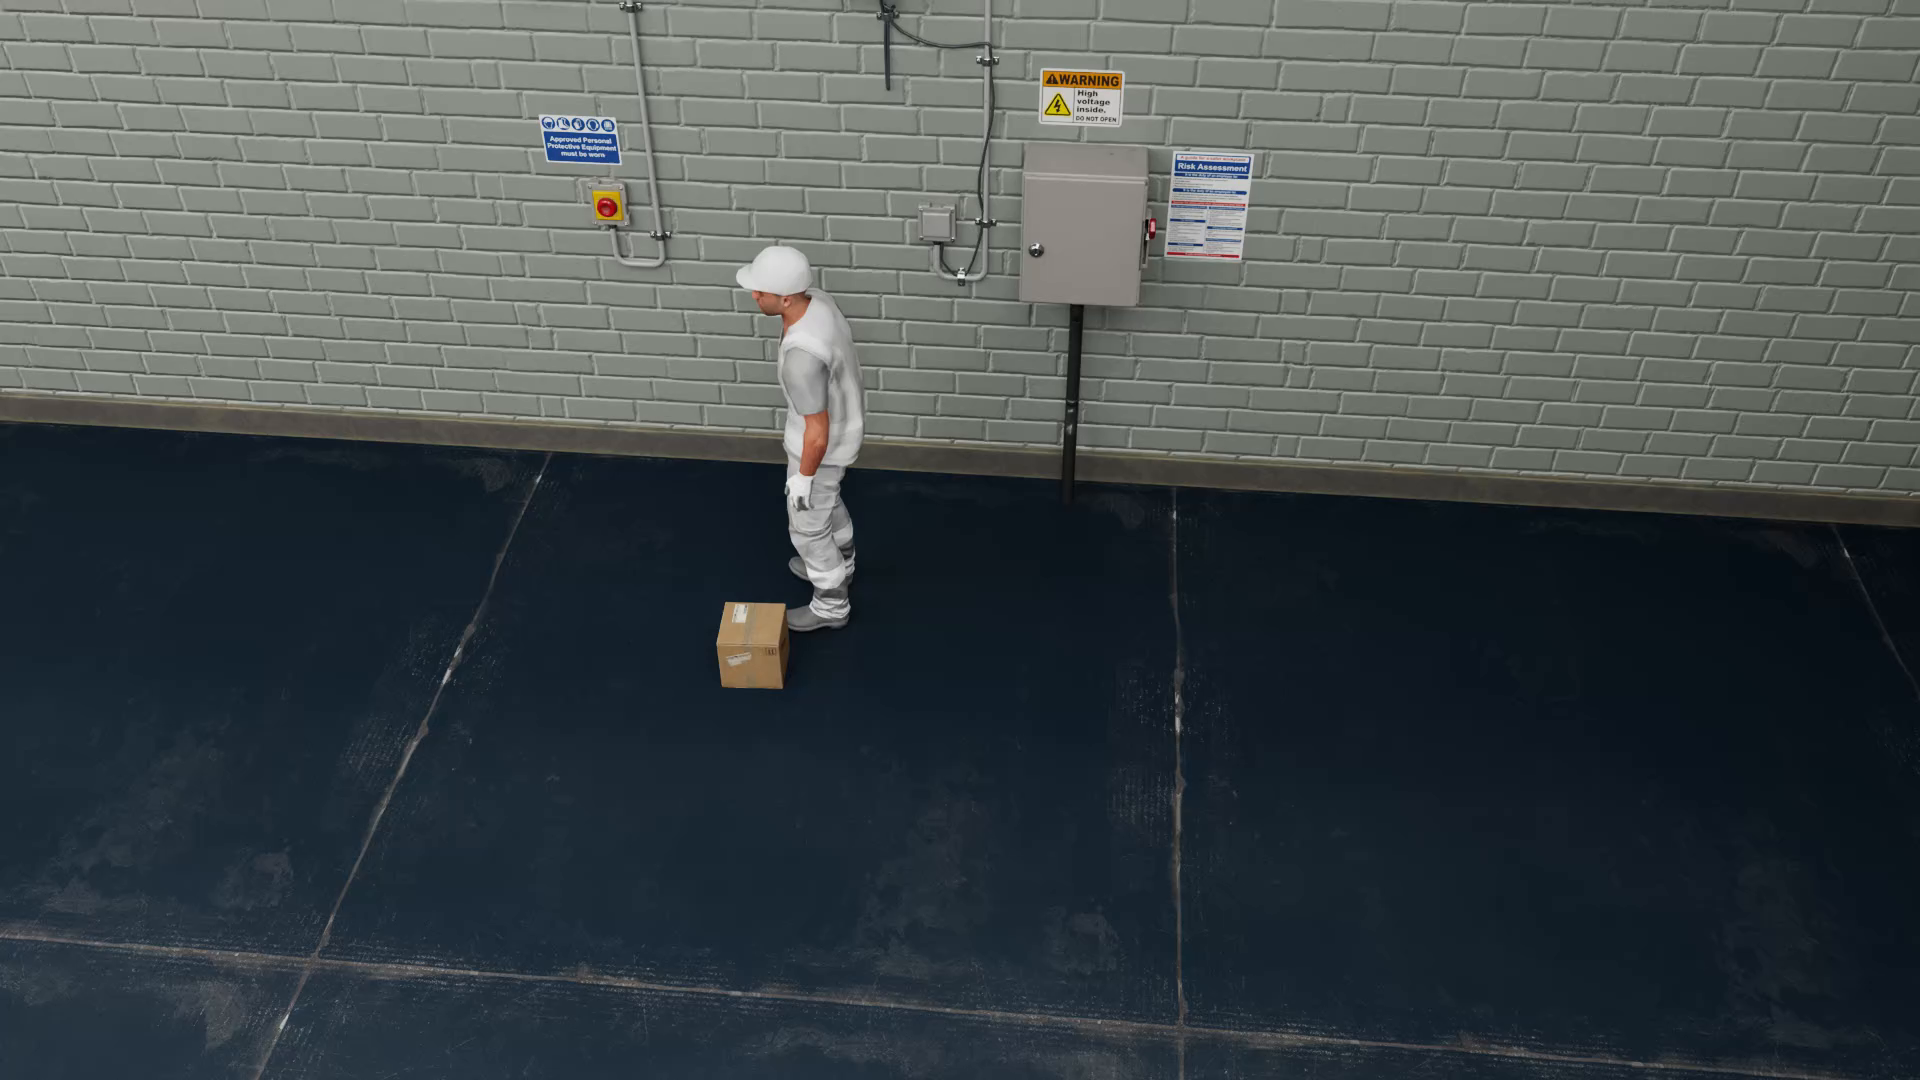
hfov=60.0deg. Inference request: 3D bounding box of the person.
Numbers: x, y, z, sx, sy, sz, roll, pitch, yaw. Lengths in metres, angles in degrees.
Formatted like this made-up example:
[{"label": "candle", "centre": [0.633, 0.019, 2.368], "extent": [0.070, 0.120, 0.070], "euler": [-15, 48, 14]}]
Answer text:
[{"label": "person", "centre": [-0.597, -0.391, 6.616], "extent": [0.451, 1.779, 0.618], "euler": [1, 40, 1]}]
